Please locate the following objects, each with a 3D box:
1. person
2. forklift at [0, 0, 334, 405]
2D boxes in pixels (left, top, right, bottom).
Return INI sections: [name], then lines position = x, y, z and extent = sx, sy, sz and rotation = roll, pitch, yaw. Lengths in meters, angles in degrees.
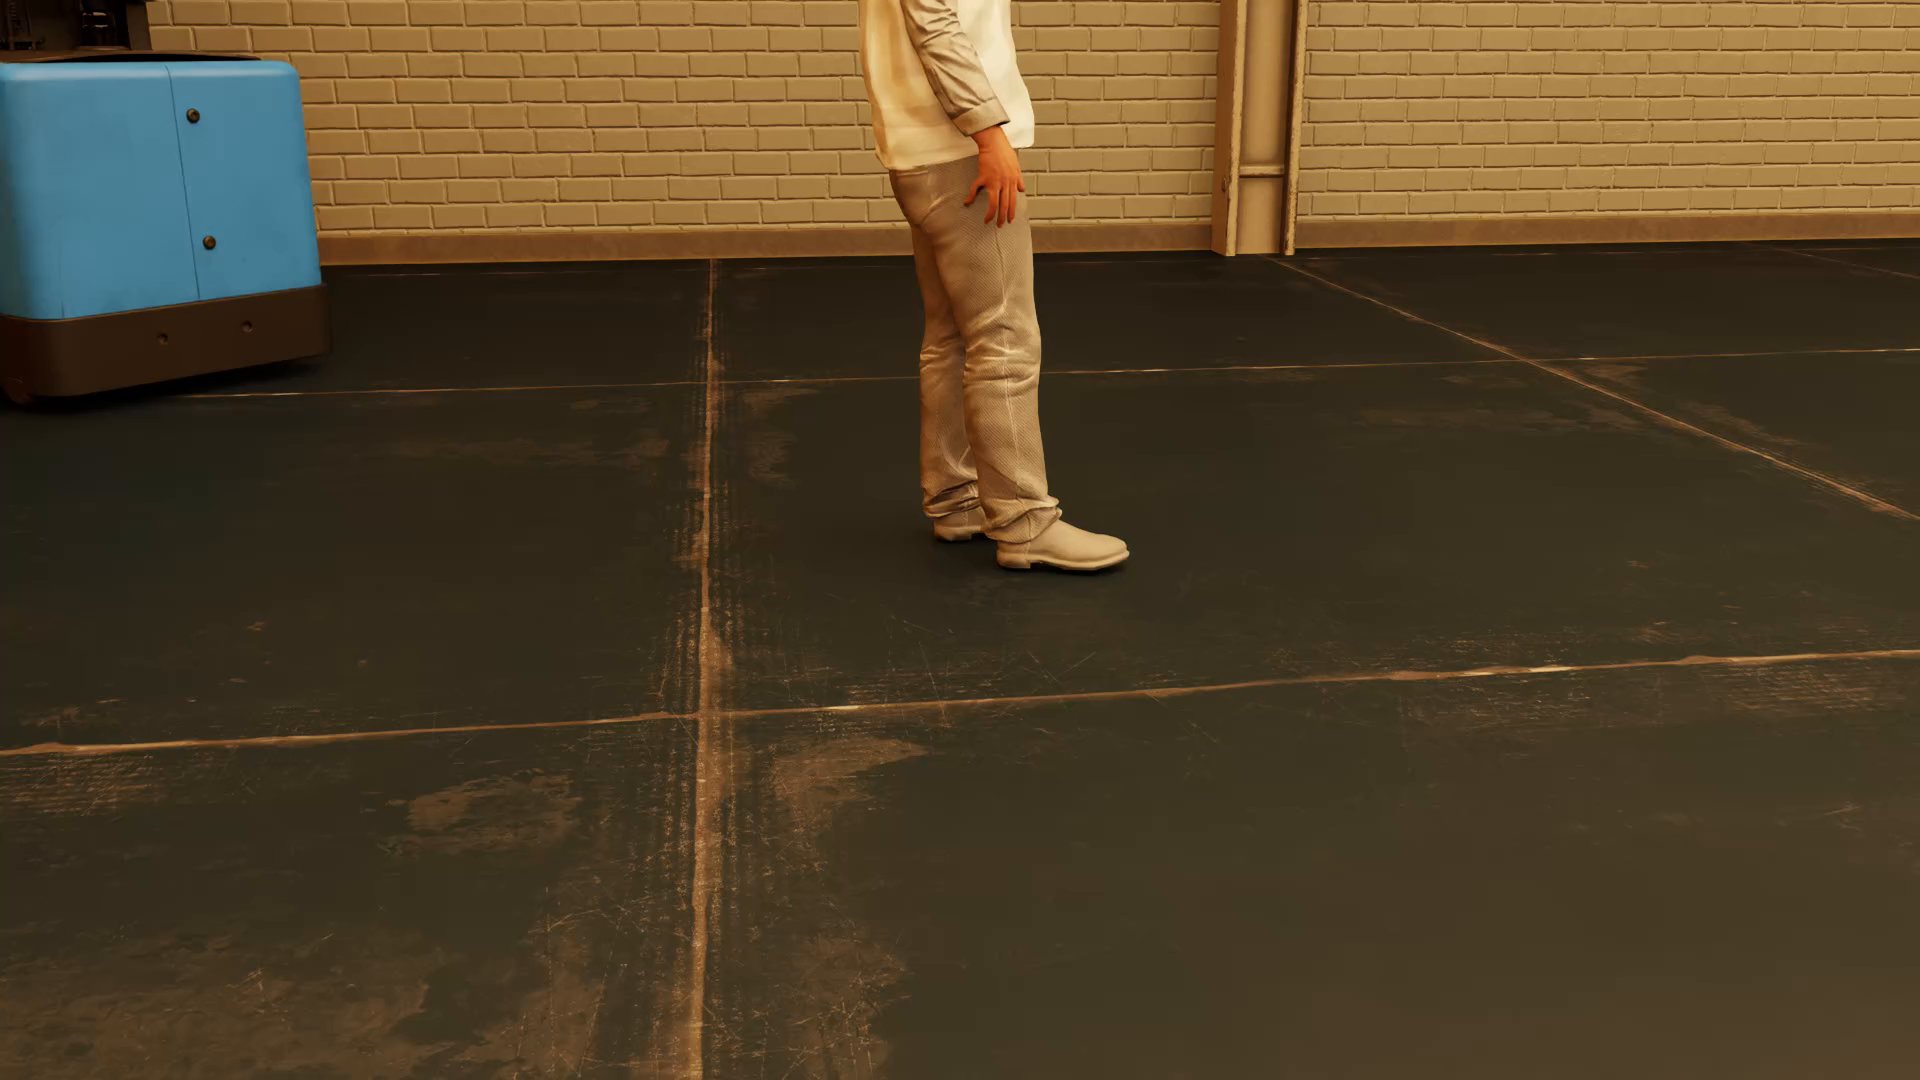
[person]
position = 0.062, -0.857, 3.708
extent = 0.568, 1.773, 0.632
rotation = -2, 17, -8
[forklift]
position = -3.748, -2.144, 6.000
extent = 3.031, 2.935, 1.130
rotation = 11, 20, 33
